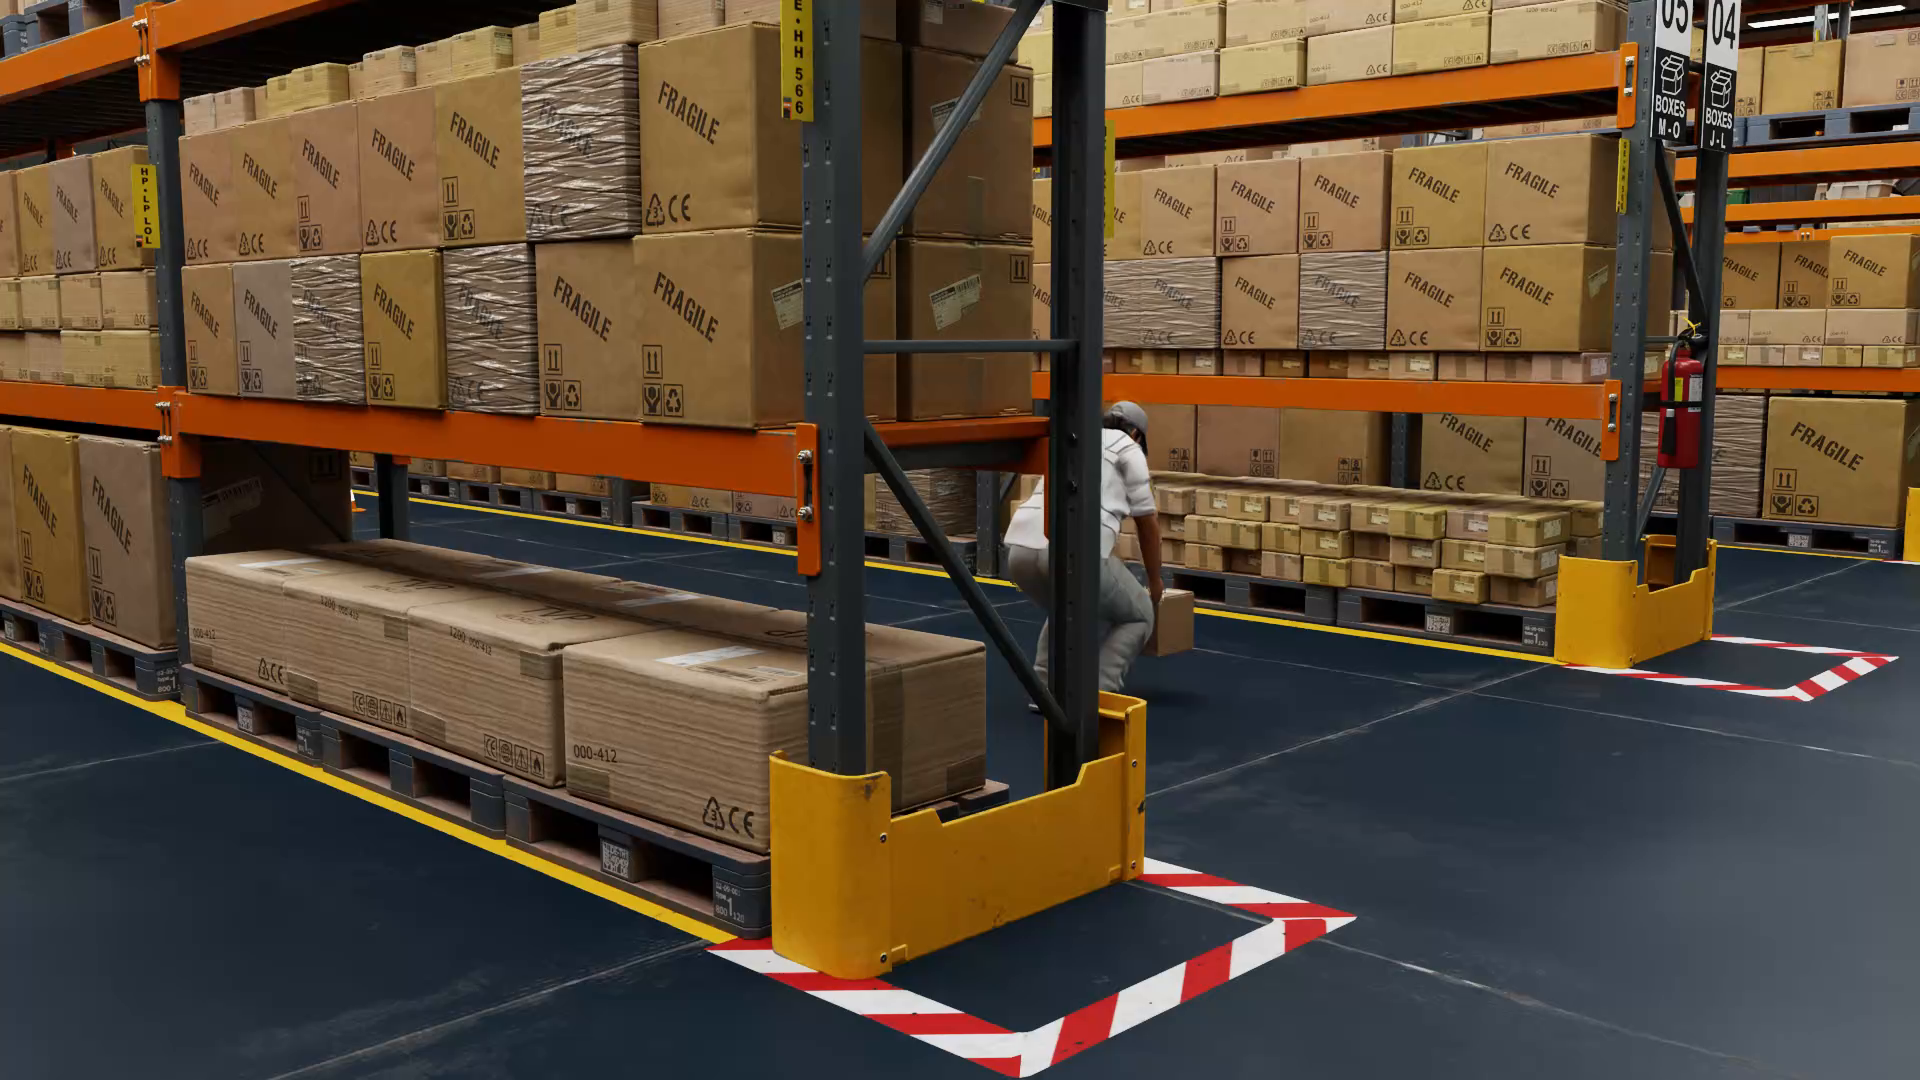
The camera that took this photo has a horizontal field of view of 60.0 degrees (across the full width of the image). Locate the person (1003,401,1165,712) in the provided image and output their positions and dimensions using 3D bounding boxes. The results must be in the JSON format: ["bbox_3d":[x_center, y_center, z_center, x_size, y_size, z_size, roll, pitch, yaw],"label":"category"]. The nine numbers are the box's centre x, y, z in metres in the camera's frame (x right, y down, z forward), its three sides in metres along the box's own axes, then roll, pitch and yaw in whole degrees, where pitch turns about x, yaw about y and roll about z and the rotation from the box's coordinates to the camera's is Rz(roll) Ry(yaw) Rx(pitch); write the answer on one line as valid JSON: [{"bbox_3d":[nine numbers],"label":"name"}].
[{"bbox_3d":[0.515,0.077,6.774,0.538,1.268,0.772,7,10,43],"label":"person"}]
